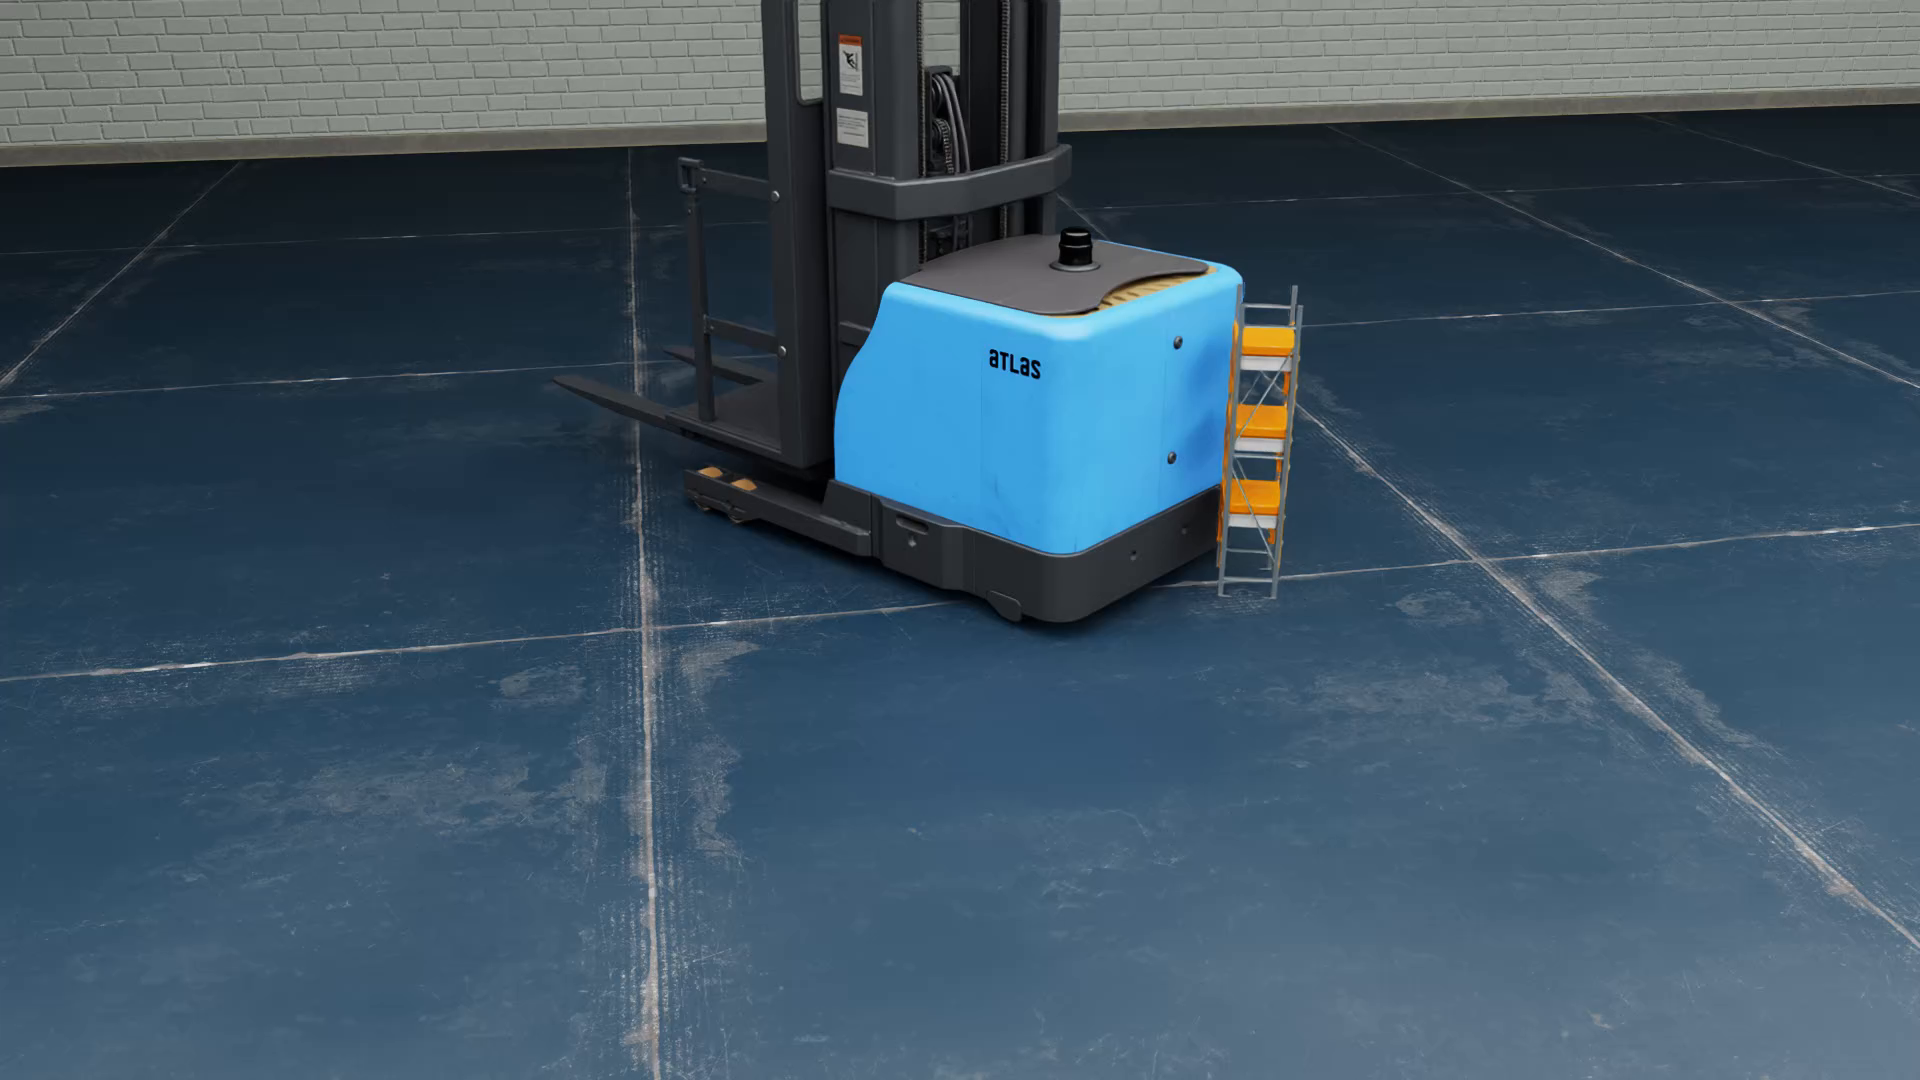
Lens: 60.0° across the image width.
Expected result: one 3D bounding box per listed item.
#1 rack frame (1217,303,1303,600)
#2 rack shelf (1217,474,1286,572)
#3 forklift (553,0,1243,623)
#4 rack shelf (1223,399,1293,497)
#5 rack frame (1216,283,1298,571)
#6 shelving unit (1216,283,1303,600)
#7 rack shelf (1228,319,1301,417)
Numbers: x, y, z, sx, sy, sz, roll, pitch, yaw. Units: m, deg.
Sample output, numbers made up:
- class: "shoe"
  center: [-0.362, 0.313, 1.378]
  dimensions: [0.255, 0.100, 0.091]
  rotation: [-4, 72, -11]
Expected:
- class: "rack frame"
  center: [1.000, -0.278, 5.569]
  dimensions: [0.200, 1.050, 0.008]
  rotation: [3, 24, 6]
- class: "rack shelf"
  center: [1.012, -0.063, 5.796]
  dimensions: [0.215, 0.259, 0.240]
  rotation: [3, 24, 6]
- class: "forklift"
  center: [-0.445, -1.548, 6.131]
  dimensions: [3.031, 2.935, 1.130]
  rotation: [20, 30, 38]
- class: "rack shelf"
  center: [1.014, -0.317, 5.684]
  dimensions: [0.215, 0.259, 0.240]
  rotation: [3, 24, 6]
- class: "rack frame"
  center: [1.028, -0.376, 5.791]
  dimensions: [0.200, 1.050, 0.008]
  rotation: [3, 24, 6]
- class: "shelving unit"
  center: [1.014, -0.327, 5.680]
  dimensions: [0.215, 1.050, 0.252]
  rotation: [3, 24, 6]
- class: "rack shelf"
  center: [1.016, -0.577, 5.570]
  dimensions: [0.215, 0.259, 0.240]
  rotation: [3, 24, 6]
